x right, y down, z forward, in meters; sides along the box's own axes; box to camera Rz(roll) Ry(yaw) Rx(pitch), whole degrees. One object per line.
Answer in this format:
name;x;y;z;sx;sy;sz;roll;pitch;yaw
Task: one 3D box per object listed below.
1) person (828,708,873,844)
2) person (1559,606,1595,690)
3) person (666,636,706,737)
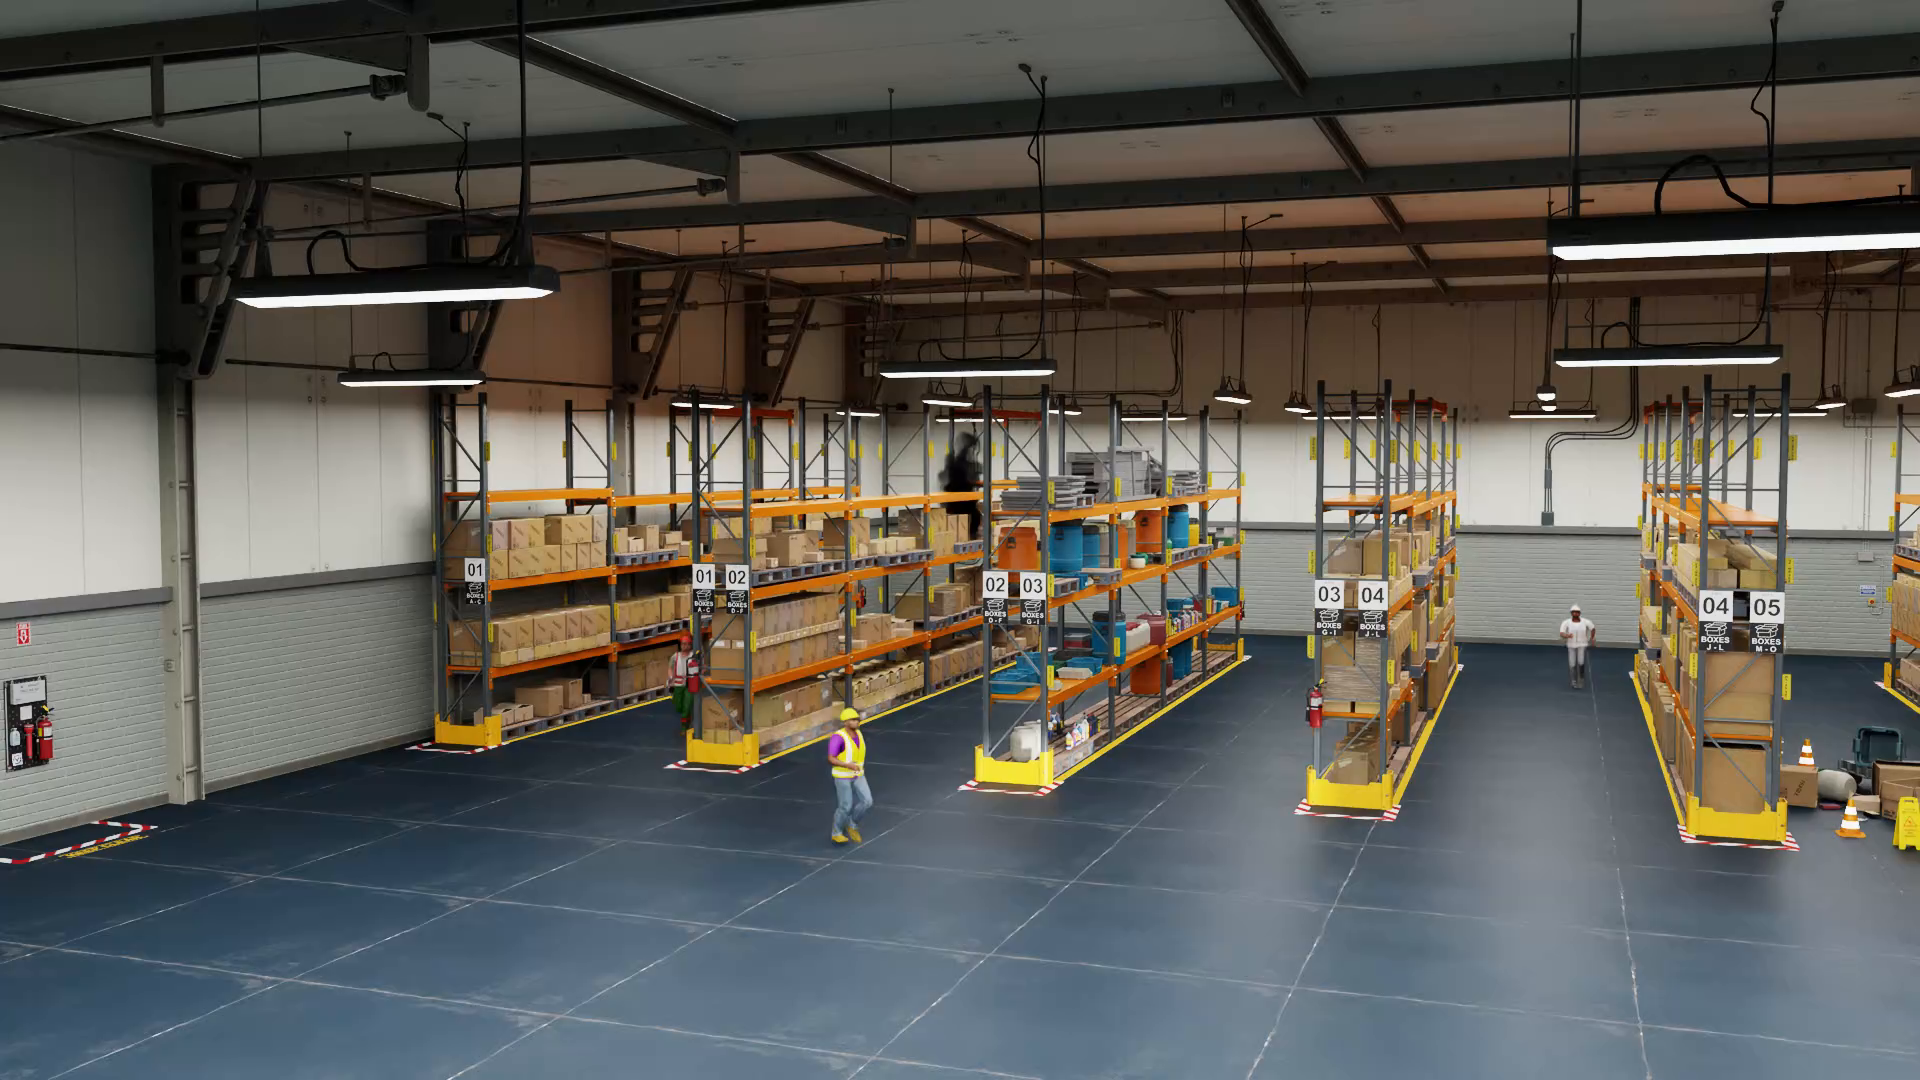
person;-1.388;3.005;21.087;0.670;1.750;0.666;3;4;44
person;12.972;2.257;34.985;0.683;1.748;0.680;1;3;26
person;-4.827;2.568;29.338;0.667;1.749;0.745;0;3;3
